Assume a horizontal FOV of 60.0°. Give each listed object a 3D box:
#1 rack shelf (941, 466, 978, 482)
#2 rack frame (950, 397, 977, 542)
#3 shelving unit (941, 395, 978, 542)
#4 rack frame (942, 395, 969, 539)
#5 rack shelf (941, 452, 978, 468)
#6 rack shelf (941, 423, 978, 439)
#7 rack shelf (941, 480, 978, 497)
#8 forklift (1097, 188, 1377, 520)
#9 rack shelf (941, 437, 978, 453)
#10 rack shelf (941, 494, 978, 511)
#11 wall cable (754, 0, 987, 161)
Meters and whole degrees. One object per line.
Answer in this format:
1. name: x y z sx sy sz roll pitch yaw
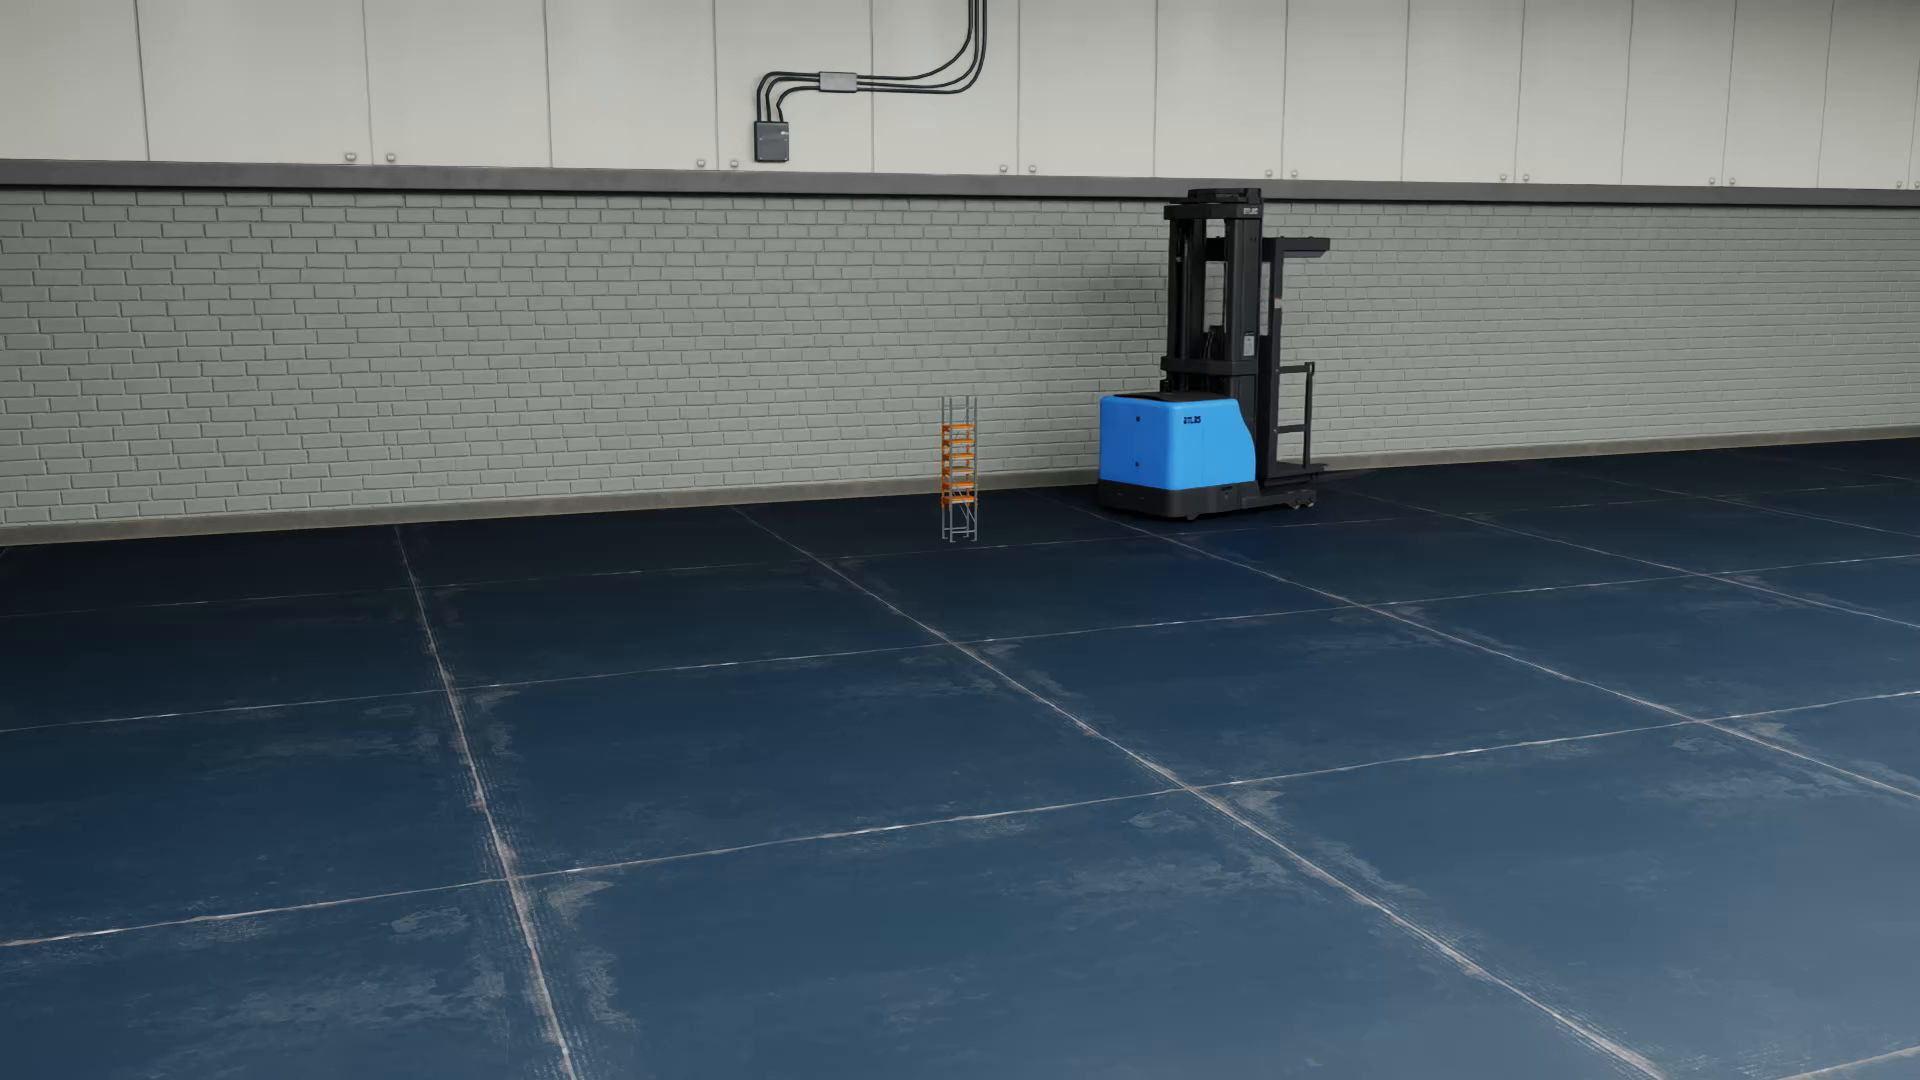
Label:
1. rack shelf: -0.005 -0.549 13.836 0.258 0.103 0.180 -4 11 -21
2. rack frame: 0.028 -0.578 13.744 0.240 1.200 0.006 -4 11 -21
3. shelving unit: -0.005 -0.593 13.828 0.258 1.200 0.189 -4 11 -21
4. rack frame: -0.038 -0.608 13.912 0.240 1.200 0.006 -4 11 -21
5. rack shelf: -0.005 -0.667 13.815 0.258 0.103 0.180 -4 11 -21
6. rack shelf: -0.005 -0.904 13.773 0.258 0.103 0.180 -4 11 -21
7. rack shelf: -0.005 -0.431 13.857 0.258 0.103 0.180 -4 11 -21
8. forklift: 2.743 -1.799 15.664 3.031 2.935 1.130 -8 13 -37
9. rack shelf: -0.005 -0.786 13.794 0.258 0.103 0.180 -4 11 -21
10. rack shelf: -0.005 -0.313 13.878 0.258 0.103 0.180 -4 11 -21
11. wall cable: -0.801 -6.526 15.203 2.305 6.003 0.169 -4 11 -21
